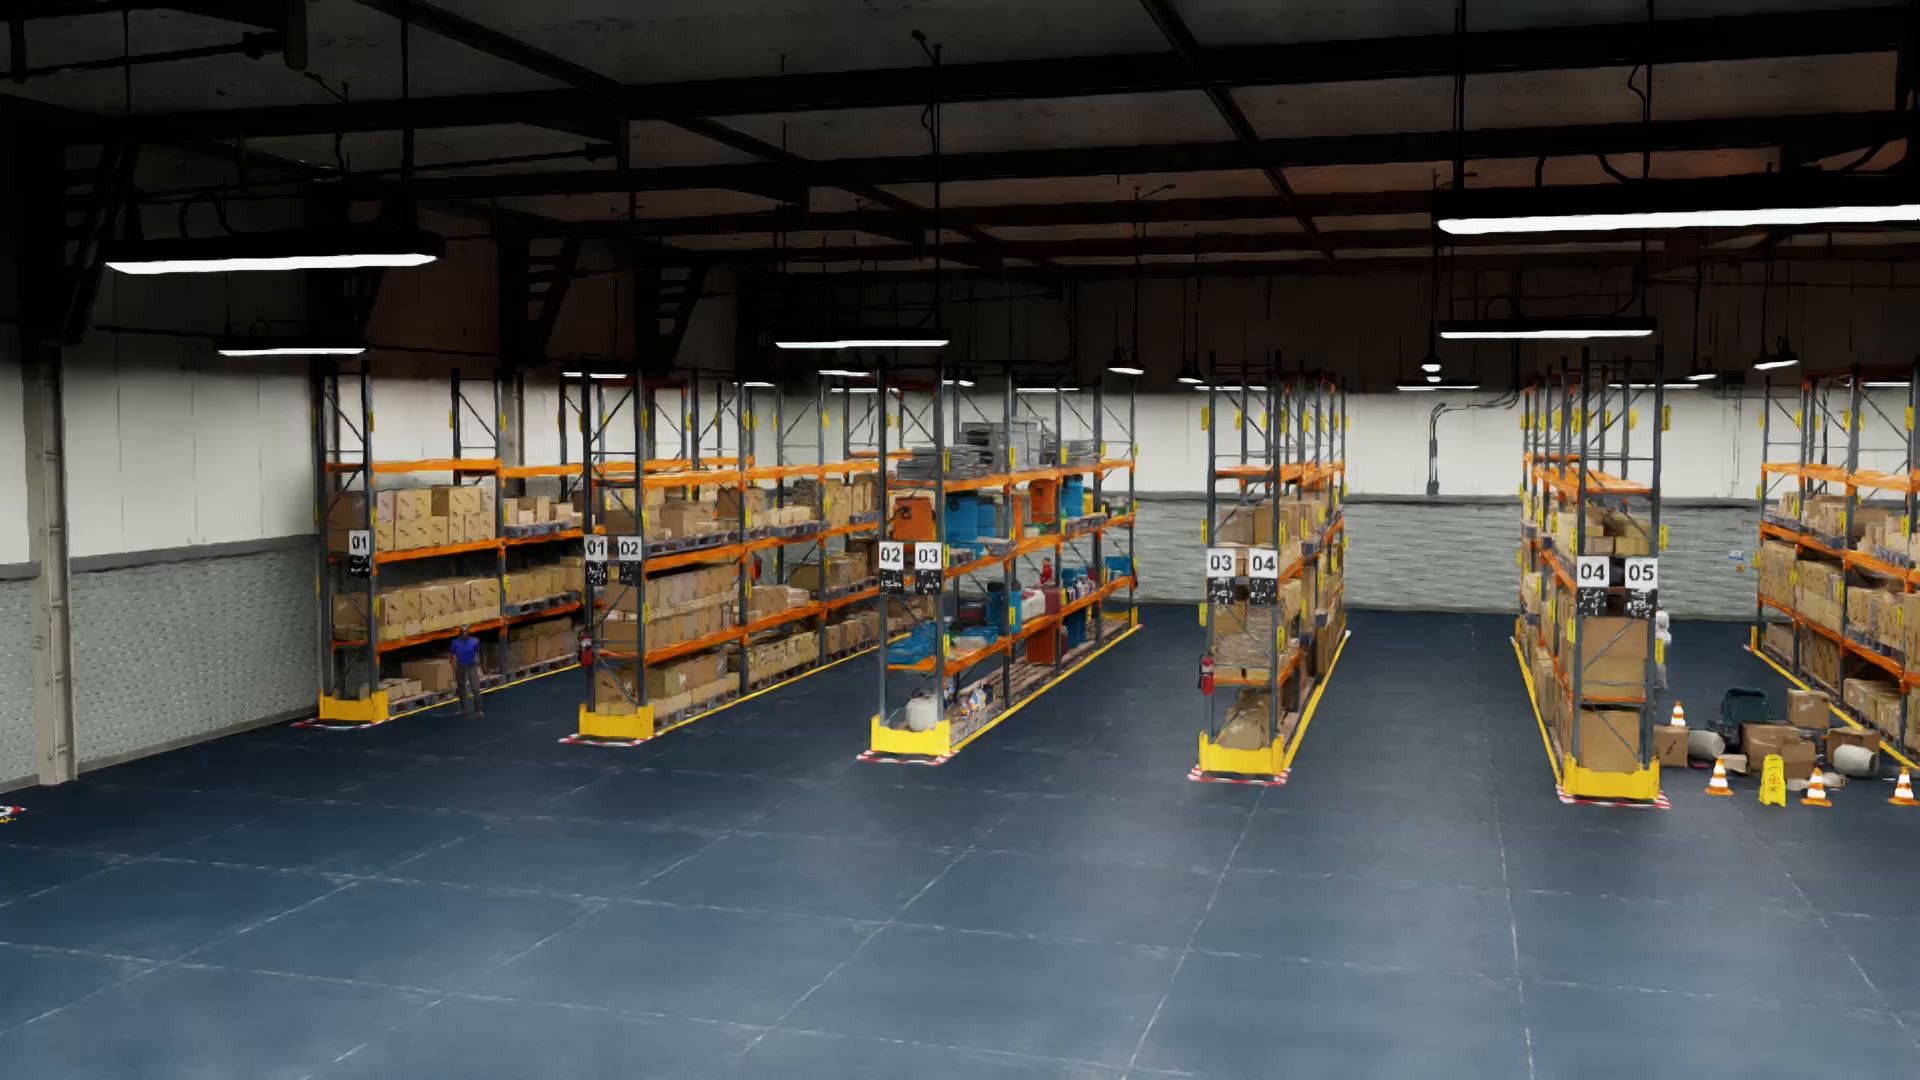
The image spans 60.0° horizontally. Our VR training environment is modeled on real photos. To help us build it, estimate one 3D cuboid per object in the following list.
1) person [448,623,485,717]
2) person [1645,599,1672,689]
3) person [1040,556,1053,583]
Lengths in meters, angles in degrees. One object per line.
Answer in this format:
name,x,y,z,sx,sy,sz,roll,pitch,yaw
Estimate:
person,-8.317,2.191,28.121,0.614,1.599,0.765,0,4,-5
person,13.054,1.937,31.152,0.592,1.659,0.556,-4,5,-41
person,2.134,1.246,40.467,0.518,1.725,0.656,0,4,1
